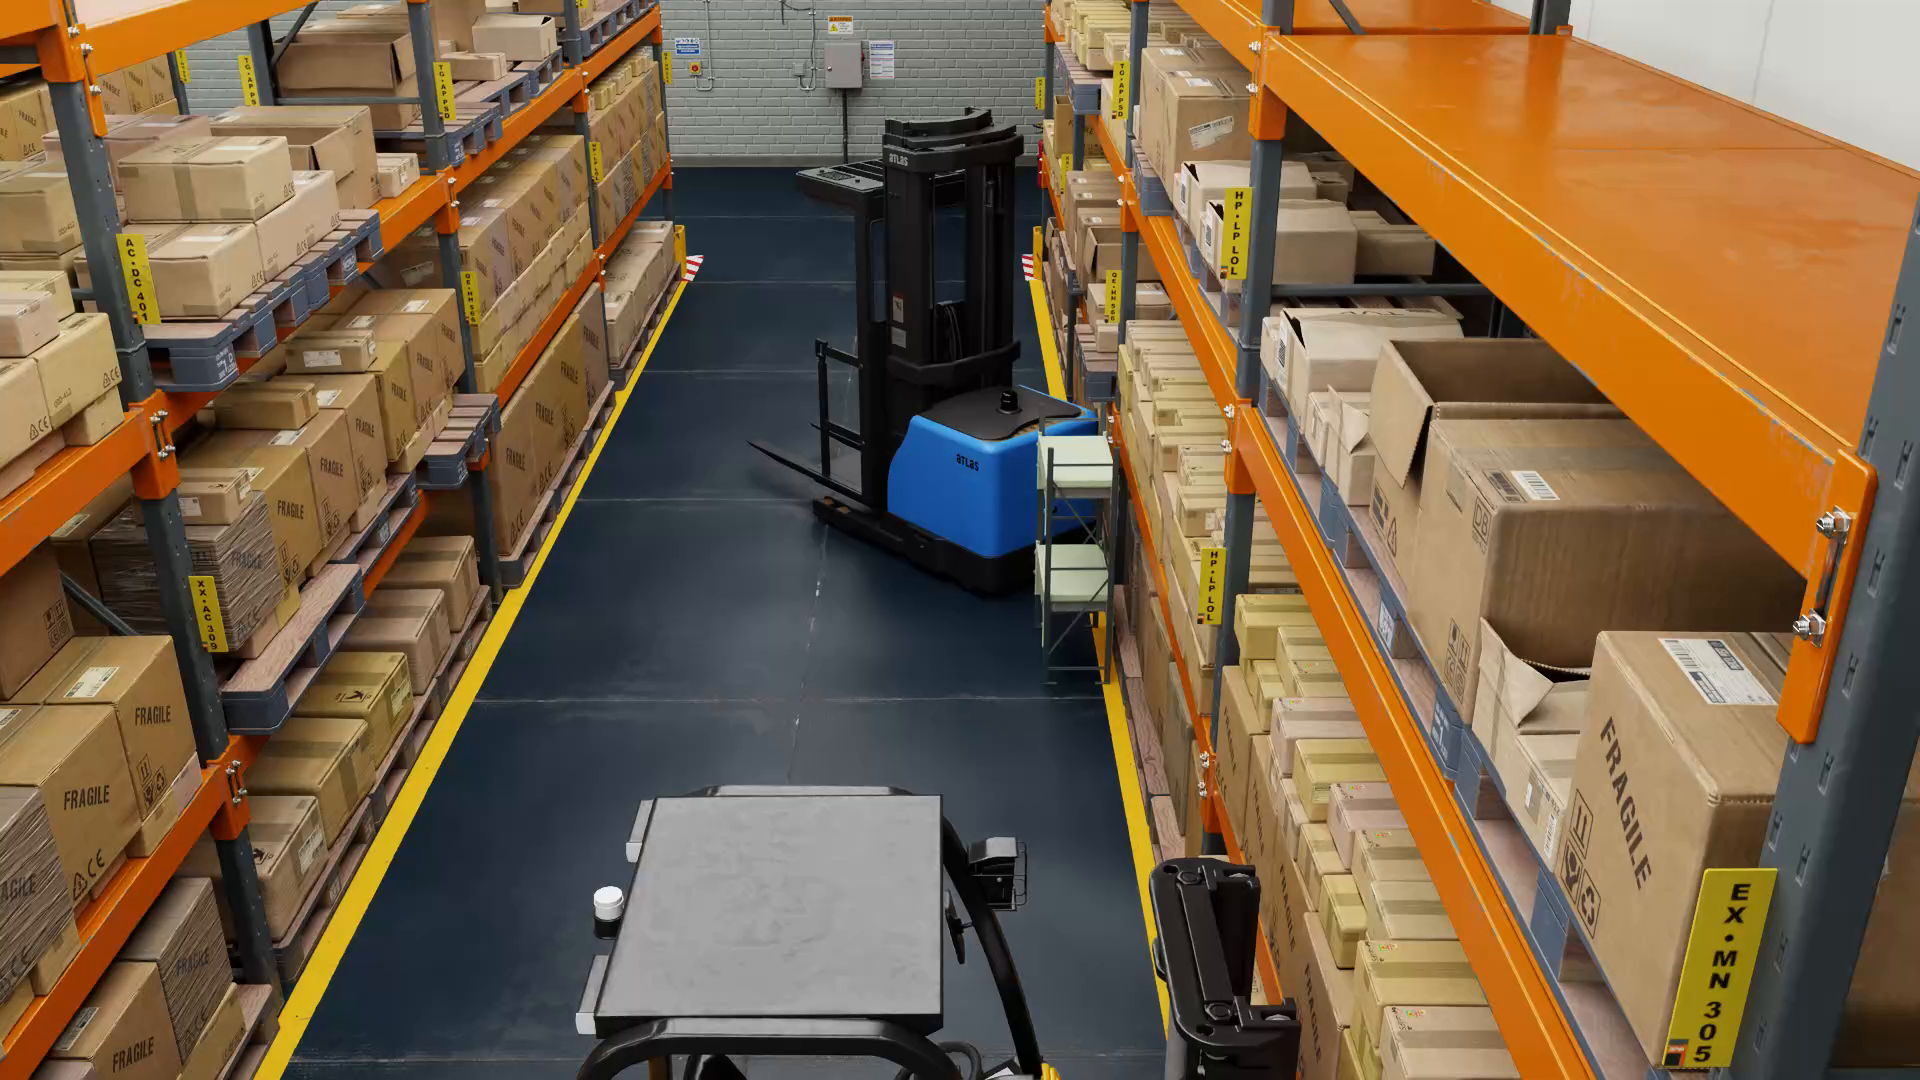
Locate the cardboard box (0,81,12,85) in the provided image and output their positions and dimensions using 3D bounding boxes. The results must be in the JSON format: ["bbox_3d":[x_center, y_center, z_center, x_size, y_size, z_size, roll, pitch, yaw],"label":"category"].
[{"bbox_3d":[-8.763,-3.798,14.811,0.500,0.500,0.500,0,24,1],"label":"cardboard box"}]

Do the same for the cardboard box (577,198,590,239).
[{"bbox_3d":[-3.288,-2.587,13.406,0.500,0.250,0.500,0,24,-1],"label":"cardboard box"}]

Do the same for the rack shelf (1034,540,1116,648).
[{"bbox_3d":[0.681,0.316,10.023,0.431,0.370,0.720,0,24,-1],"label":"rack shelf"}]

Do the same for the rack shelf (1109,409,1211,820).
[{"bbox_3d":[1.493,0.168,8.612,1.077,0.370,4.000,0,24,-1],"label":"rack shelf"}]

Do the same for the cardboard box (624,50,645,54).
[{"bbox_3d":[-3.349,-4.802,16.606,0.380,0.149,0.250,0,24,0],"label":"cardboard box"}]

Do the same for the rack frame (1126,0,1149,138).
[{"bbox_3d":[1.471,-3.718,9.050,1.000,3.000,0.127,0,24,-1],"label":"rack frame"}]

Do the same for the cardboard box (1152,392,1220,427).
[{"bbox_3d":[1.204,-0.661,8.663,0.380,0.149,0.250,0,24,1],"label":"cardboard box"}]

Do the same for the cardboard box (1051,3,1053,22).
[{"bbox_3d":[1.069,-5.084,16.015,0.380,0.149,0.250,0,24,1],"label":"cardboard box"}]

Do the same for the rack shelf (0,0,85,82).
[{"bbox_3d":[-3.427,-0.892,3.679,1.077,0.370,4.000,0,24,-1],"label":"rack shelf"}]

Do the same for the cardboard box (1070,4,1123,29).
[{"bbox_3d":[1.026,-3.918,12.445,0.380,0.149,0.250,-1,24,-2],"label":"cardboard box"}]

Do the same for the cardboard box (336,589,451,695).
[{"bbox_3d":[-3.480,0.583,9.501,0.950,0.372,0.625,-1,24,-2],"label":"cardboard box"}]

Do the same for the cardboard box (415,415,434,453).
[{"bbox_3d":[-3.136,-0.586,9.200,0.380,0.149,0.250,-1,24,-3],"label":"cardboard box"}]

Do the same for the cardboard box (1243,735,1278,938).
[{"bbox_3d":[1.281,1.017,5.740,0.500,0.500,0.500,0,24,0],"label":"cardboard box"}]

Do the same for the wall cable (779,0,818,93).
[{"bbox_3d":[-2.246,-7.054,22.475,0.588,1.984,0.122,0,24,-1],"label":"wall cable"}]

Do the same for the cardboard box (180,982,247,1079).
[{"bbox_3d":[-3.174,1.992,6.533,0.500,0.250,0.500,1,24,2],"label":"cardboard box"}]

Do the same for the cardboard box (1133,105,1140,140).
[{"bbox_3d":[1.171,-2.336,9.288,0.380,0.166,0.250,0,24,-1],"label":"cardboard box"}]

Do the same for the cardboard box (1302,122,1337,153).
[{"bbox_3d":[1.735,-2.222,8.934,0.500,0.250,0.500,0,24,-1],"label":"cardboard box"}]

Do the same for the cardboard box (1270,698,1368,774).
[{"bbox_3d":[1.226,0.639,5.427,0.380,0.149,0.250,0,24,1],"label":"cardboard box"}]

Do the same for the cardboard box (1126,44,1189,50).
[{"bbox_3d":[1.260,-3.063,10.580,0.380,0.149,0.250,-1,24,-1],"label":"cardboard box"}]

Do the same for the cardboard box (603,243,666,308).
[{"bbox_3d":[-3.454,-2.632,16.529,0.875,0.438,0.875,0,24,1],"label":"cardboard box"}]

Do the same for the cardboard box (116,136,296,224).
[{"bbox_3d":[-3.070,-1.477,6.803,0.500,0.250,0.500,-1,24,-2],"label":"cardboard box"}]

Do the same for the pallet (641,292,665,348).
[{"bbox_3d":[-3.482,-2.156,16.260,1.003,0.211,1.213,0,24,-1],"label":"pallet"}]

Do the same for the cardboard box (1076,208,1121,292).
[{"bbox_3d":[1.223,-2.132,12.193,0.700,0.500,0.500,0,24,-1],"label":"cardboard box"}]

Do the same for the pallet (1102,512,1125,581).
[{"bbox_3d":[1.501,-0.021,11.541,1.003,0.211,1.213,0,24,-1],"label":"pallet"}]

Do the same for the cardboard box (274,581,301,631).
[{"bbox_3d":[-3.133,0.279,7.288,0.380,0.149,0.250,0,24,1],"label":"cardboard box"}]

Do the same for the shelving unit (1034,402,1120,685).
[{"bbox_3d":[0.681,0.019,9.888,0.431,1.500,0.755,0,24,-1],"label":"shelving unit"}]

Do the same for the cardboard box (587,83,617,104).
[{"bbox_3d":[-3.259,-3.959,14.743,0.380,0.149,0.250,-1,24,-2],"label":"cardboard box"}]

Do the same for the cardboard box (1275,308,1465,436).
[{"bbox_3d":[1.280,-0.555,5.174,0.500,0.311,0.500,0,24,1],"label":"cardboard box"}]

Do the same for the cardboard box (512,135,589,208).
[{"bbox_3d":[-3.280,-2.927,13.246,0.500,0.500,0.500,1,24,1],"label":"cardboard box"}]

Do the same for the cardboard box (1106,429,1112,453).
[{"bbox_3d":[1.178,-0.647,11.277,0.380,0.149,0.250,-1,24,-3],"label":"cardboard box"}]

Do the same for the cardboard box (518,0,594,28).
[{"bbox_3d":[-3.332,-4.501,13.670,0.500,0.500,0.500,0,24,0],"label":"cardboard box"}]

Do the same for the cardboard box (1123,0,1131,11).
[{"bbox_3d":[1.181,-4.501,13.636,0.500,0.250,0.500,0,24,0],"label":"cardboard box"}]

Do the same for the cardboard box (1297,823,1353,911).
[{"bbox_3d":[1.240,0.983,5.028,0.380,0.149,0.250,-1,24,-2],"label":"cardboard box"}]

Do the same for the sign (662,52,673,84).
[{"bbox_3d":[-3.037,-4.889,17.227,0.100,0.325,0.005,0,24,-1],"label":"sign"}]

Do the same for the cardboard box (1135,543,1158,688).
[{"bbox_3d":[1.479,0.433,9.525,0.875,0.625,0.625,1,24,1],"label":"cardboard box"}]

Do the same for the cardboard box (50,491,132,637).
[{"bbox_3d":[-3.683,0.126,6.839,0.500,0.500,0.500,-1,24,-2],"label":"cardboard box"}]

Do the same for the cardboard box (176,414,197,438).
[{"bbox_3d":[-3.727,-0.566,7.583,0.380,0.149,0.250,-1,24,-3],"label":"cardboard box"}]

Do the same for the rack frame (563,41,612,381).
[{"bbox_3d":[-3.536,-2.609,13.878,1.000,3.000,0.127,0,24,-1],"label":"rack frame"}]

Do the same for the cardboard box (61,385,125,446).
[{"bbox_3d":[-3.140,-0.436,5.738,0.380,0.149,0.250,0,24,0],"label":"cardboard box"}]

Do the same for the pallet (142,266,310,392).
[{"bbox_3d":[-3.349,-0.848,6.573,1.213,0.211,1.003,0,24,-1],"label":"pallet"}]

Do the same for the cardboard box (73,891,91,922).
[{"bbox_3d":[-3.217,1.247,5.658,0.380,0.149,0.250,-1,24,-1],"label":"cardboard box"}]

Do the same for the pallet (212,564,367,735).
[{"bbox_3d":[-3.312,0.460,7.326,1.003,0.211,1.213,0,24,-1],"label":"pallet"}]

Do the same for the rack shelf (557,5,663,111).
[{"bbox_3d":[-3.558,-4.472,15.230,1.077,0.370,4.000,0,24,-1],"label":"rack shelf"}]

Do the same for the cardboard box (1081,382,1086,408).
[{"bbox_3d":[1.224,-1.059,12.976,0.500,0.500,0.500,-1,24,-2],"label":"cardboard box"}]

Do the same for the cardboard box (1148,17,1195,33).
[{"bbox_3d":[1.510,-3.601,11.745,0.380,0.149,0.250,0,24,0],"label":"cardboard box"}]

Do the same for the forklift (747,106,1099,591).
[{"bbox_3d":[-0.411,-1.529,11.574,1.130,2.935,3.031,-20,31,-37],"label":"forklift"}]

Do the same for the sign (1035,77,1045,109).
[{"bbox_3d":[0.841,-4.673,17.391,0.100,0.325,0.005,0,24,-1],"label":"sign"}]

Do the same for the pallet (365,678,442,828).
[{"bbox_3d":[-3.475,1.134,8.987,1.003,0.211,1.213,0,24,-1],"label":"pallet"}]

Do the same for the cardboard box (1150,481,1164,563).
[{"bbox_3d":[1.249,-0.099,8.510,0.500,0.250,0.500,1,24,1],"label":"cardboard box"}]

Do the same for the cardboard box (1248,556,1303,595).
[{"bbox_3d":[1.289,0.183,6.796,0.380,0.149,0.250,1,24,1],"label":"cardboard box"}]

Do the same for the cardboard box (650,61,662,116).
[{"bbox_3d":[-3.336,-4.560,16.859,0.500,0.500,0.500,1,24,1],"label":"cardboard box"}]

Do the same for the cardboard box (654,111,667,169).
[{"bbox_3d":[-3.310,-4.105,17.065,0.500,0.500,0.500,0,24,0],"label":"cardboard box"}]

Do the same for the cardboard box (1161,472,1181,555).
[{"bbox_3d":[1.241,-0.119,7.949,0.500,0.250,0.500,0,24,0],"label":"cardboard box"}]
